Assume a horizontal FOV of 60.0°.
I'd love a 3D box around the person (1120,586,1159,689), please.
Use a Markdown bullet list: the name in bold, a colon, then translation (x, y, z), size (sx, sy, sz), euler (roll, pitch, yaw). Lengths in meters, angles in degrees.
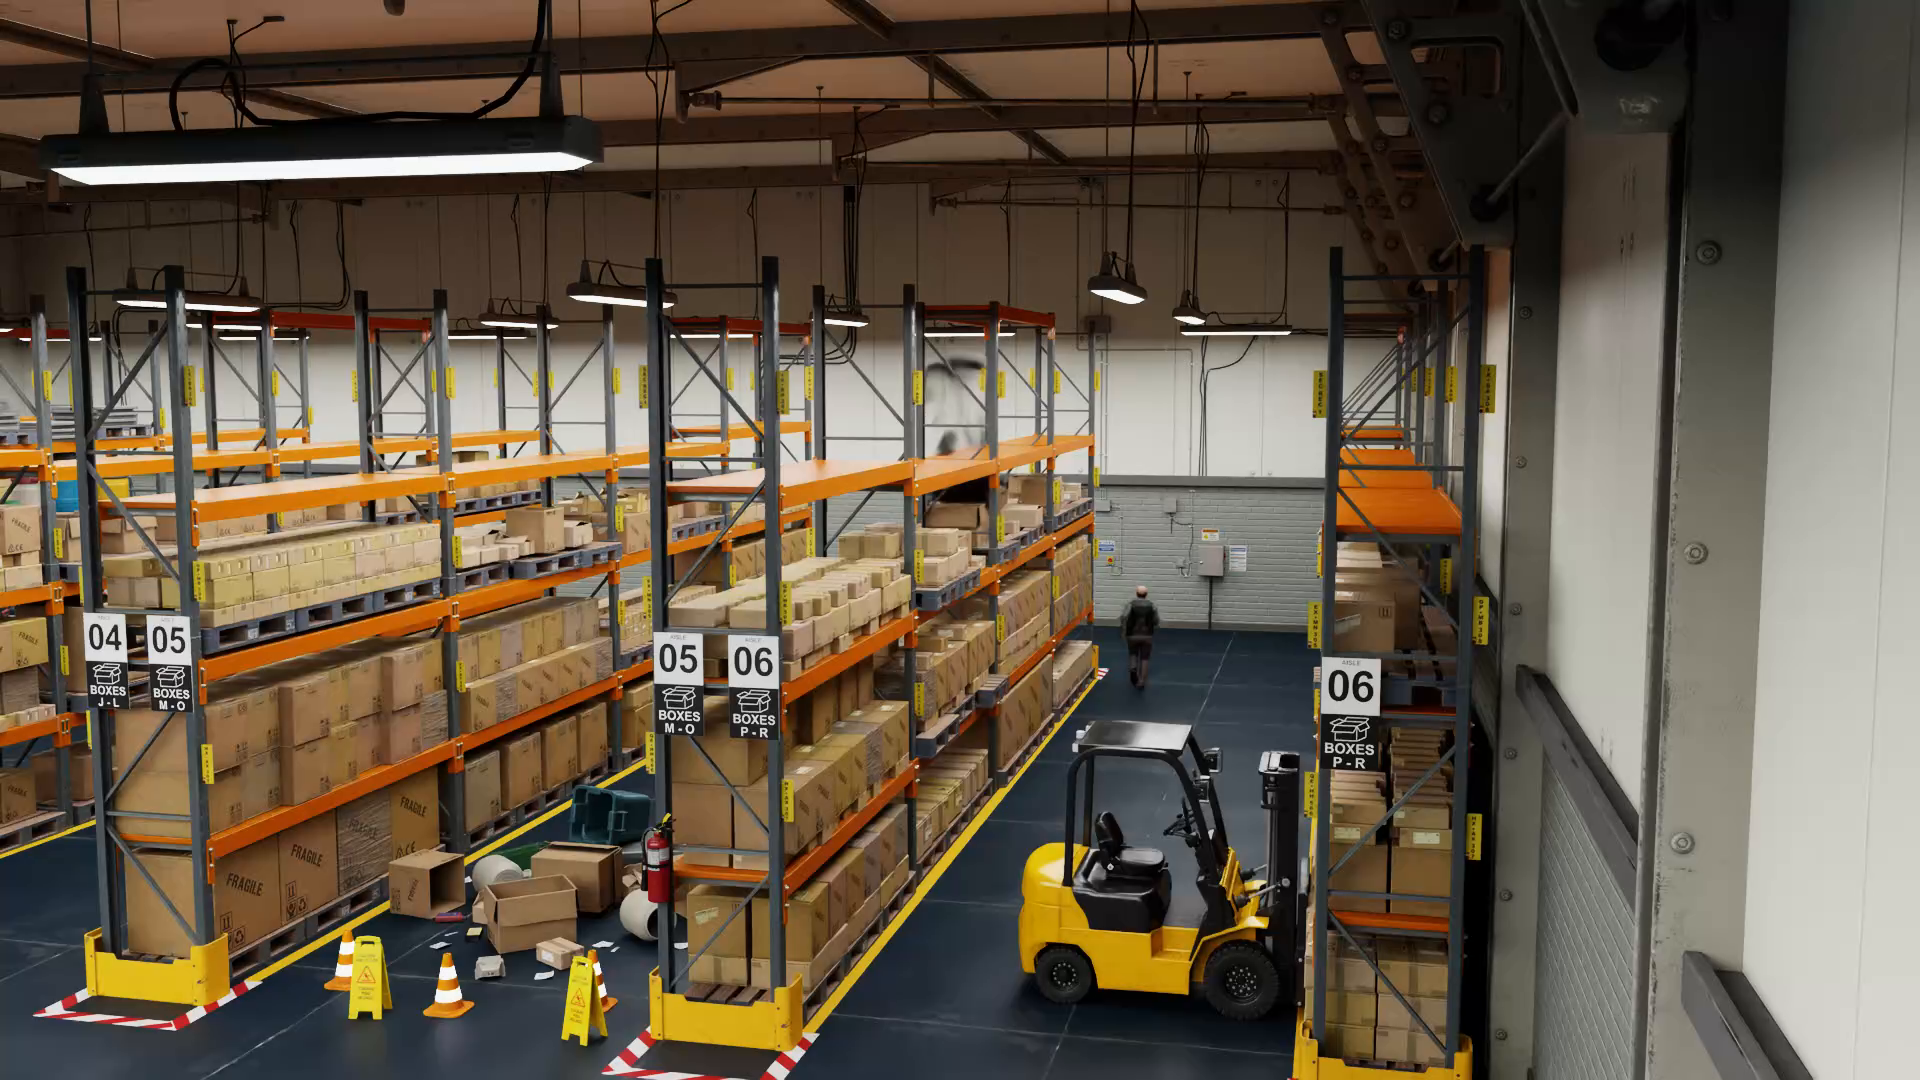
- **person**: translation (2.939, 1.575, 27.229), size (0.640, 1.675, 0.662), euler (0, 6, 4)
